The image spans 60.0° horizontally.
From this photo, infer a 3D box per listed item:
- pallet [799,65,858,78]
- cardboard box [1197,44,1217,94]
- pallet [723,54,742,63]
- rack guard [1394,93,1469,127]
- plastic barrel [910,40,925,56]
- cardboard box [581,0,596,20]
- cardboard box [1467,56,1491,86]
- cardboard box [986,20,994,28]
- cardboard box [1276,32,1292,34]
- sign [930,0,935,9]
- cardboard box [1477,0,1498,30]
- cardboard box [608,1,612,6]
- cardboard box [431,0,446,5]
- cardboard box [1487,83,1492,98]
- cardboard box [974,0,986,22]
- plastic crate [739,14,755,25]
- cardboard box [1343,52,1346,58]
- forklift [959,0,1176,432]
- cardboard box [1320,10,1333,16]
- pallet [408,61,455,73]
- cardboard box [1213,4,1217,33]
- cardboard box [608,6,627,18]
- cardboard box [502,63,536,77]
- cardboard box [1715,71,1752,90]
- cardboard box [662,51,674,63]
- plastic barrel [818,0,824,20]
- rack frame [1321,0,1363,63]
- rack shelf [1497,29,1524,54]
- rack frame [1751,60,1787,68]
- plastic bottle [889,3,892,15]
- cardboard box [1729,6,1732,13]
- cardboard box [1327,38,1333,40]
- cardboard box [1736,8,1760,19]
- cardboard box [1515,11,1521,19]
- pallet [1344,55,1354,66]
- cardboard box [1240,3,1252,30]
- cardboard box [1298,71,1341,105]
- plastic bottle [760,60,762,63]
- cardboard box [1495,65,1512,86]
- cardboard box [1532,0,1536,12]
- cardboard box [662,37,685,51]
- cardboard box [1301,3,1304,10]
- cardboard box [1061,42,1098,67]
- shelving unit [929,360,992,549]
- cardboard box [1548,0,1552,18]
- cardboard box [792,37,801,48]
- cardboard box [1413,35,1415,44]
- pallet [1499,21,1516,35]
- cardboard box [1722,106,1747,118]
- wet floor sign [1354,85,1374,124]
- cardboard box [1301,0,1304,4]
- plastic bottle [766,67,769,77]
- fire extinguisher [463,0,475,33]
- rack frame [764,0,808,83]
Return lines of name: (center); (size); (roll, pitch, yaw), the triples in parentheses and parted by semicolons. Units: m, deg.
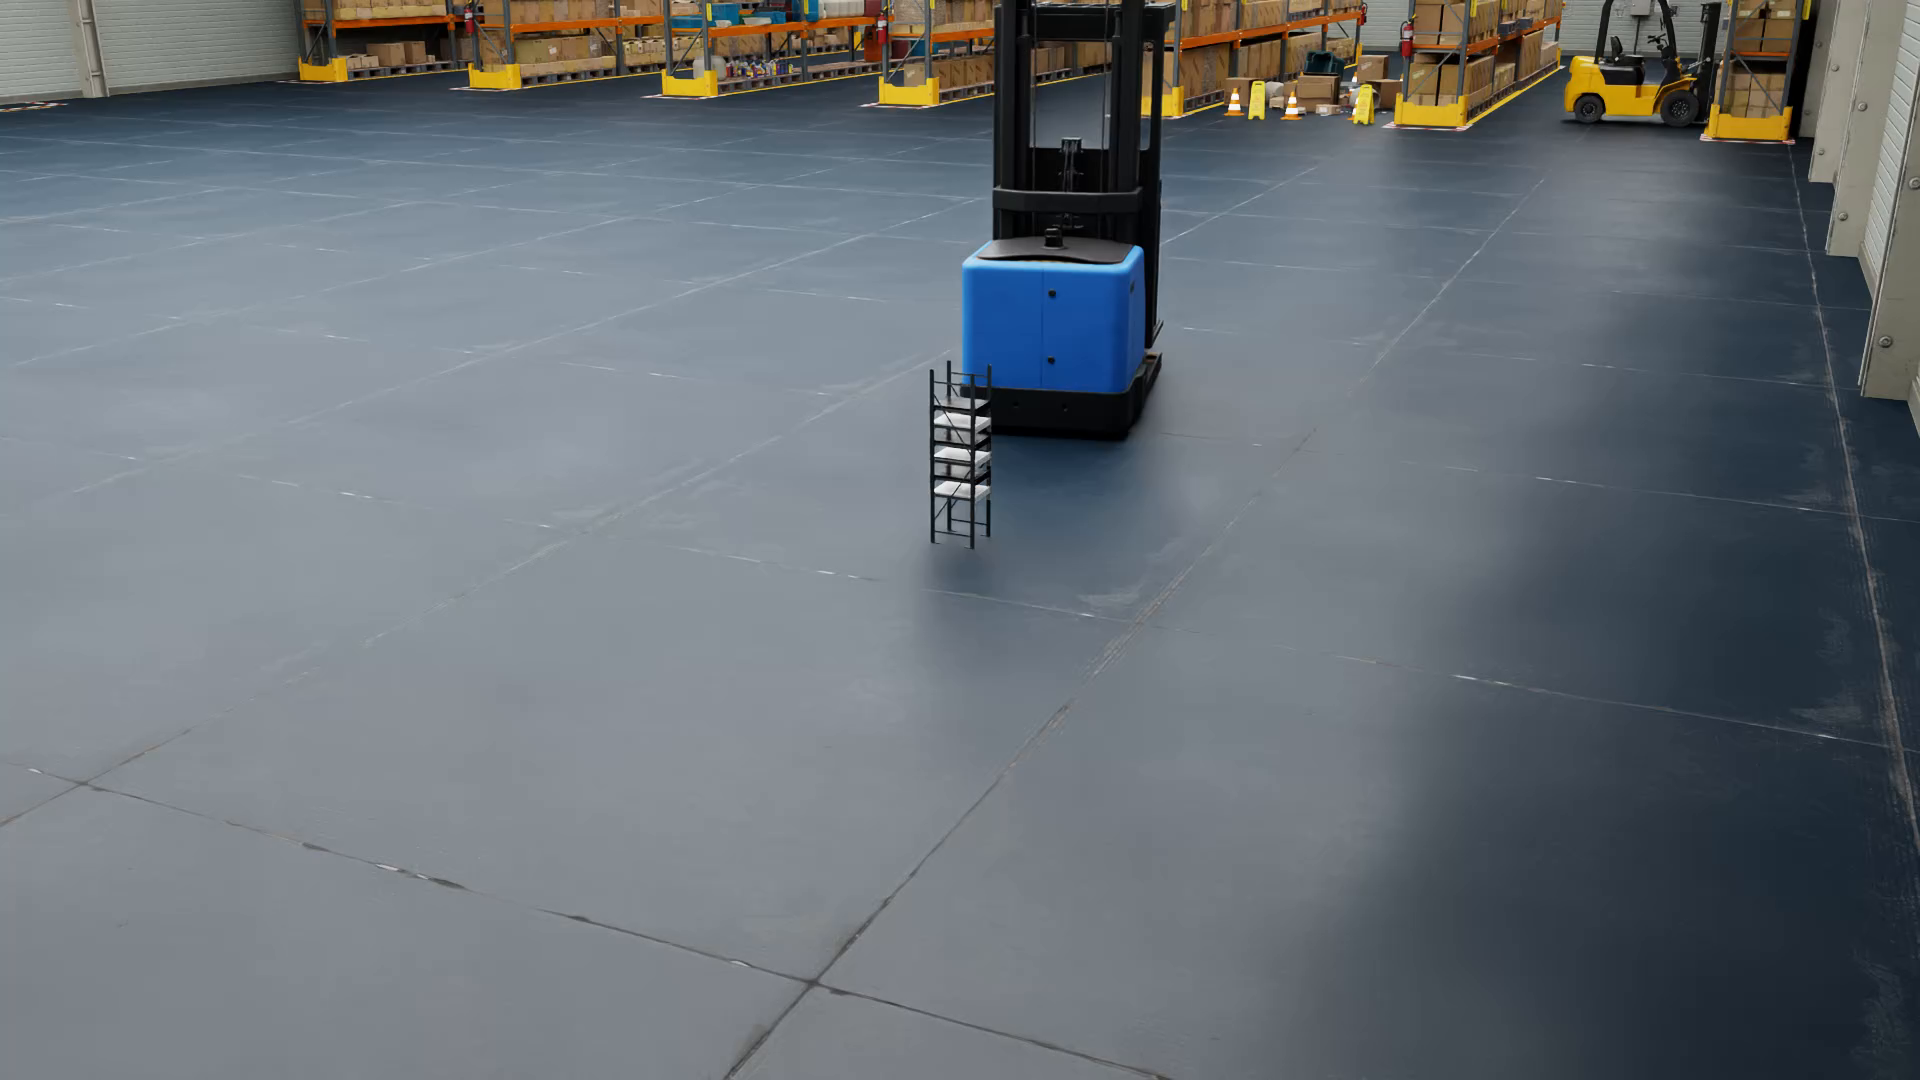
pallet: (-3.119, -11.080, 39.310); (1.003, 0.211, 1.213); (9, 21, 23)
cardboard box: (4.412, -9.121, 32.184); (0.875, 0.875, 0.875); (9, 21, 23)
pallet: (-6.442, -12.587, 43.547); (1.003, 0.211, 1.213); (9, 21, 23)
rack guard: (8.050, -7.358, 28.412); (1.175, 0.500, 0.348); (9, 21, 23)
plastic barrel: (-1.155, -13.049, 43.188); (0.600, 0.901, 0.708); (9, 21, 23)
cardboard box: (-8.806, -12.204, 38.158); (0.700, 0.500, 0.500); (8, 21, 22)
cardboard box: (9.453, -8.617, 30.581); (0.500, 0.500, 0.500); (9, 21, 24)
cardboard box: (0.527, -10.635, 34.272); (0.380, 0.149, 0.250); (9, 21, 23)
cardboard box: (7.616, -11.850, 39.296); (0.500, 0.250, 0.500); (9, 22, 24)
sign: (-0.527, -10.205, 31.397); (0.100, 0.325, 0.005); (9, 21, 23)
cardboard box: (9.497, -9.594, 30.376); (0.500, 0.500, 0.500); (9, 22, 25)
cardboard box: (-9.990, -15.020, 46.573); (0.380, 0.149, 0.250); (9, 21, 23)
cardboard box: (-12.853, -13.239, 40.293); (0.500, 0.500, 0.500); (8, 21, 23)
cardboard box: (9.660, -8.420, 31.144); (0.500, 0.250, 0.500); (10, 22, 25)
cardboard box: (0.025, -10.838, 33.875); (0.875, 0.500, 0.500); (9, 21, 23)
plastic crate: (-4.716, -11.298, 36.078); (0.450, 0.188, 0.662); (9, 21, 23)
cardboard box: (9.652, -12.391, 42.463); (0.380, 0.149, 0.250); (8, 21, 20)
forklift: (0.813, -2.495, 11.110); (1.130, 2.935, 3.031); (4, 20, 12)
cardboard box: (8.790, -12.752, 40.225); (0.380, 0.149, 0.250); (9, 22, 25)
pallet: (-13.184, -11.610, 40.799); (1.003, 0.211, 1.213); (9, 21, 23)
cardboard box: (4.426, -10.019, 31.942); (0.875, 0.550, 0.550); (9, 21, 23)
cardboard box: (-8.259, -12.541, 39.480); (0.500, 0.250, 0.500); (10, 22, 26)
cardboard box: (-9.636, -10.268, 36.342); (0.500, 0.250, 0.500); (9, 21, 23)
cardboard box: (12.453, -7.389, 26.755); (0.500, 0.250, 0.500); (9, 22, 25)
cardboard box: (-7.400, -11.917, 40.978); (0.500, 0.250, 0.500); (9, 21, 24)
plastic barrel: (-3.311, -12.101, 37.815); (0.433, 0.535, 0.433); (0, 20, 0)
rack frame: (10.013, -14.052, 43.504); (1.000, 3.000, 0.127); (9, 21, 23)
rack shelf: (10.476, -10.007, 33.205); (1.077, 0.370, 4.000); (9, 21, 23)
rack frame: (14.187, -9.055, 29.454); (1.000, 3.000, 0.127); (9, 21, 23)
plastic bottle: (-1.720, -13.056, 40.896); (0.097, 0.271, 0.097); (0, 20, 0)
cardboard box: (15.961, -10.772, 33.879); (0.500, 0.250, 0.500); (8, 21, 20)
cardboard box: (9.486, -12.972, 43.209); (0.380, 0.149, 0.250); (9, 21, 24)
cardboard box: (12.435, -8.329, 26.296); (0.380, 0.149, 0.250); (9, 21, 23)
cardboard box: (11.059, -10.568, 33.456); (0.380, 0.149, 0.250); (9, 21, 24)
pallet: (9.617, -12.471, 43.221); (1.003, 0.211, 1.213); (9, 21, 23)
cardboard box: (5.560, -10.554, 33.520); (0.500, 0.500, 0.500); (9, 21, 23)
cardboard box: (6.804, -8.571, 31.617); (0.797, 0.637, 0.503); (9, 21, 23)
plastic bottle: (-4.443, -10.548, 37.048); (0.061, 0.283, 0.133); (9, 21, 23)
cardboard box: (10.759, -9.520, 34.055); (0.950, 0.372, 0.625); (8, 21, 22)
cardboard box: (12.156, -11.552, 35.953); (0.500, 0.250, 0.500); (8, 21, 22)
cardboard box: (-7.188, -12.337, 41.322); (0.500, 0.311, 0.500); (8, 21, 22)
cardboard box: (7.646, -12.200, 38.046); (0.380, 0.149, 0.250); (9, 21, 23)
cardboard box: (2.555, -11.722, 39.498); (1.225, 0.875, 0.875); (8, 21, 20)
shelving unit: (0.003, -0.426, 8.325); (0.258, 0.900, 0.210); (9, 21, 23)
cardboard box: (13.574, -12.488, 38.959); (0.500, 0.500, 0.500); (9, 21, 23)
cardboard box: (-4.775, -13.940, 46.545); (0.500, 0.311, 0.500); (9, 21, 23)
cardboard box: (7.979, -8.630, 28.634); (0.380, 0.149, 0.250); (8, 21, 22)
pallet: (10.102, -9.858, 31.999); (1.003, 0.211, 1.213); (9, 21, 23)
cardboard box: (12.453, -6.922, 26.932); (0.500, 0.250, 0.500); (9, 21, 23)
wet floor sign: (6.965, -7.492, 28.572); (0.267, 0.644, 0.232); (18, 26, 41)
cardboard box: (7.644, -12.340, 37.994); (0.380, 0.149, 0.250); (8, 21, 22)
plastic bottle: (-4.208, -10.180, 36.138); (0.097, 0.201, 0.097); (0, 20, 0)
fire extinguisher: (-10.531, -11.224, 35.667); (0.296, 0.674, 0.183); (9, 21, 23)
rack frame: (-3.903, -11.774, 37.100); (1.000, 3.000, 0.127); (9, 21, 23)
